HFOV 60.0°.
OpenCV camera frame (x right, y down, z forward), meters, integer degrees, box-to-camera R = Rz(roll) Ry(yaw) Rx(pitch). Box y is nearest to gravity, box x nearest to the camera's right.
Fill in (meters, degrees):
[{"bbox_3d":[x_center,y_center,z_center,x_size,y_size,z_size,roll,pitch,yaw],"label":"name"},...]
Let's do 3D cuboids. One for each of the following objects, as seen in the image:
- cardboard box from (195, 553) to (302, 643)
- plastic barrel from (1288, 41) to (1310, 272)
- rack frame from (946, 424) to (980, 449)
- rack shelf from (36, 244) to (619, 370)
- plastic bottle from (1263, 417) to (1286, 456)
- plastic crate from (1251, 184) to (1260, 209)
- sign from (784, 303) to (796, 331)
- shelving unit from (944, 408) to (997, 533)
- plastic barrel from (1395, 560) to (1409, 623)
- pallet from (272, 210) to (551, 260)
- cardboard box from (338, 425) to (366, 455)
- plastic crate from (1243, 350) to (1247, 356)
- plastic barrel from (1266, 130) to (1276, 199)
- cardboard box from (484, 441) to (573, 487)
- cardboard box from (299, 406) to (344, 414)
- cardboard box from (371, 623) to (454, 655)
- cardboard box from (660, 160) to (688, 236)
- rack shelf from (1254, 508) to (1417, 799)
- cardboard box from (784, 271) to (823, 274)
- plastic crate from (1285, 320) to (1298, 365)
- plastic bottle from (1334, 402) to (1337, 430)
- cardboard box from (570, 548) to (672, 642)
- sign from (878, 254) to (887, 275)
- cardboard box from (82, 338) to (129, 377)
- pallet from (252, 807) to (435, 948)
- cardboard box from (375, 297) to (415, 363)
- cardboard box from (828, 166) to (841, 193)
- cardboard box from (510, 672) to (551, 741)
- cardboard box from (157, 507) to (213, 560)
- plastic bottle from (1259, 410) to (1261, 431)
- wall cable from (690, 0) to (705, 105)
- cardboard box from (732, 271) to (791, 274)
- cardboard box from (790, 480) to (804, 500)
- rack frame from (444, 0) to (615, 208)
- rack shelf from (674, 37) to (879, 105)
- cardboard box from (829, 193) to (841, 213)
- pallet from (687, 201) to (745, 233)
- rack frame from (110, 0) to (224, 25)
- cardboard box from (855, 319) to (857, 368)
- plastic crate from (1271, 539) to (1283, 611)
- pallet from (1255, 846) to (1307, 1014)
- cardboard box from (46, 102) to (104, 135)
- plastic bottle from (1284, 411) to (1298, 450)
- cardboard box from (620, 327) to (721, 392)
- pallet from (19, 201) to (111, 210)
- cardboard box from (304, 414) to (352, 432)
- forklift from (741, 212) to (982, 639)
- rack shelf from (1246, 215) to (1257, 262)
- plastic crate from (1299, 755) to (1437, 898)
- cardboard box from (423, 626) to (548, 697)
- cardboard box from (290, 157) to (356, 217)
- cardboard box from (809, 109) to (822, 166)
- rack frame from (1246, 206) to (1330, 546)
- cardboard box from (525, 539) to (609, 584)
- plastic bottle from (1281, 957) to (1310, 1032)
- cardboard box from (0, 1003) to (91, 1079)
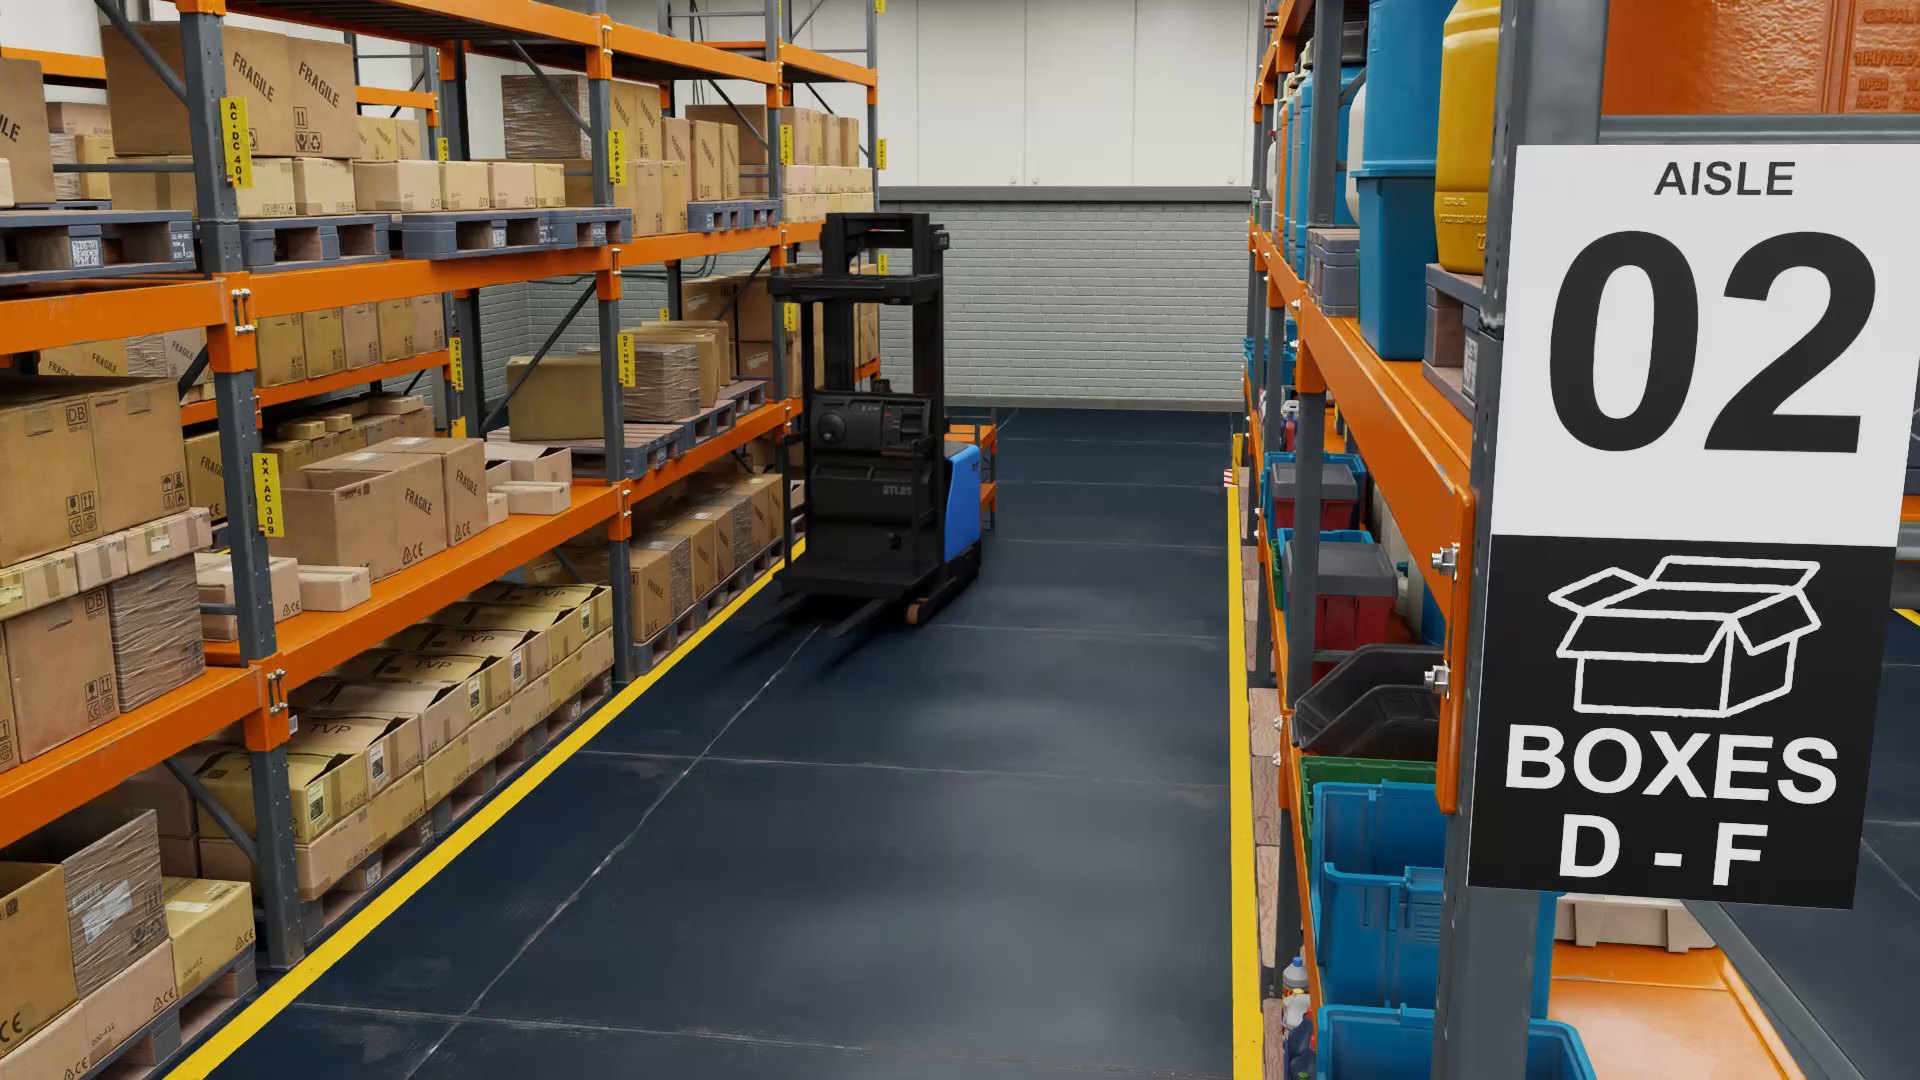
[{"bbox_3d":[-3.193,0.240,7.114,0.500,0.250,0.500,3,12,12],"label":"cardboard box"},{"bbox_3d":[1.633,-1.528,6.654,0.600,0.901,0.600,0,12,0],"label":"plastic barrel"},{"bbox_3d":[-0.077,-0.445,14.390,0.500,1.125,0.032,2,12,9],"label":"rack frame"},{"bbox_3d":[-2.918,-1.260,8.307,1.077,0.370,4.000,2,12,9],"label":"rack shelf"},{"bbox_3d":[2.165,-0.744,11.443,0.144,0.351,0.185,2,12,9],"label":"plastic bottle"},{"bbox_3d":[3.007,-3.193,15.715,0.504,0.338,0.767,2,12,9],"label":"plastic crate"},{"bbox_3d":[-1.446,-1.943,14.141,0.100,0.325,0.005,2,12,9],"label":"sign"},{"bbox_3d":[0.001,-0.551,14.881,0.538,1.125,1.048,2,12,9],"label":"shelving unit"},{"bbox_3d":[2.023,0.229,7.137,0.301,0.262,0.301,0,12,0],"label":"plastic barrel"},{"bbox_3d":[-2.796,-1.559,8.434,1.003,0.211,1.213,2,12,11],"label":"pallet"},{"bbox_3d":[-6.513,-0.901,16.991,0.700,0.500,0.500,2,12,10],"label":"cardboard box"},{"bbox_3d":[3.019,-1.861,16.994,0.250,0.136,0.298,2,12,9],"label":"plastic crate"},{"bbox_3d":[2.570,-2.870,12.750,0.433,0.535,0.433,0,12,0],"label":"plastic barrel"},{"bbox_3d":[-2.710,-0.444,10.144,0.500,0.311,0.500,3,12,12],"label":"cardboard box"},{"bbox_3d":[-6.656,-1.307,17.334,0.380,0.149,0.250,2,12,9],"label":"cardboard box"},{"bbox_3d":[-3.134,0.618,9.203,0.500,0.311,0.500,2,12,7],"label":"cardboard box"},{"bbox_3d":[-2.418,-2.383,11.574,0.910,0.500,0.500,2,12,9],"label":"cardboard box"},{"bbox_3d":[1.976,0.368,7.875,1.077,0.370,4.000,2,12,9],"label":"rack shelf"},{"bbox_3d":[-1.408,-2.343,16.134,0.500,0.500,0.500,2,12,10],"label":"cardboard box"},{"bbox_3d":[3.647,-2.037,17.097,0.616,0.435,0.499,2,12,9],"label":"plastic crate"},{"bbox_3d":[2.938,-1.012,12.685,0.144,0.351,0.185,2,12,9],"label":"plastic bottle"},{"bbox_3d":[-2.258,0.360,11.093,0.500,0.500,0.500,2,12,11],"label":"cardboard box"},{"bbox_3d":[-0.835,-2.925,17.949,0.100,0.325,0.005,2,12,9],"label":"sign"},{"bbox_3d":[-6.939,-1.339,13.095,0.500,0.500,0.500,2,12,10],"label":"cardboard box"},{"bbox_3d":[-3.151,1.479,7.627,1.003,0.211,1.213,2,12,9],"label":"pallet"},{"bbox_3d":[-6.445,-2.275,17.718,0.980,0.700,0.700,2,12,8],"label":"cardboard box"},{"bbox_3d":[-1.435,-3.437,15.870,0.500,0.250,0.500,2,12,9],"label":"cardboard box"},{"bbox_3d":[-2.606,0.907,9.196,0.500,0.250,0.500,2,12,10],"label":"cardboard box"},{"bbox_3d":[-3.056,-0.031,6.242,0.380,0.149,0.250,2,12,9],"label":"cardboard box"},{"bbox_3d":[2.335,-0.932,12.671,0.097,0.201,0.097,0,12,0],"label":"plastic bottle"},{"bbox_3d":[-2.379,-7.348,23.114,3.097,2.526,0.112,2,12,9],"label":"wall cable"},{"bbox_3d":[-1.941,-2.362,16.223,0.500,0.500,0.500,2,12,8],"label":"cardboard box"},{"bbox_3d":[-1.594,-0.485,15.805,0.380,0.166,0.250,2,12,9],"label":"cardboard box"},{"bbox_3d":[-2.611,-3.494,9.848,1.000,3.000,0.127,2,12,9],"label":"rack frame"},{"bbox_3d":[-1.688,-4.390,15.719,1.077,0.370,4.000,2,12,9],"label":"rack shelf"},{"bbox_3d":[-1.443,-3.193,15.924,0.500,0.250,0.500,2,12,9],"label":"cardboard box"},{"bbox_3d":[-2.321,-2.419,12.425,1.213,0.211,1.003,2,12,9],"label":"pallet"},{"bbox_3d":[-6.891,-4.487,14.452,1.000,3.000,0.127,2,12,9],"label":"rack frame"},{"bbox_3d":[-1.339,-1.962,16.740,0.500,0.500,0.500,2,12,9],"label":"cardboard box"},{"bbox_3d":[1.657,0.164,7.614,0.450,0.188,0.662,2,12,9],"label":"plastic crate"},{"bbox_3d":[1.751,1.631,6.926,1.003,0.211,1.213,2,12,9],"label":"pallet"},{"bbox_3d":[-7.226,-3.357,13.267,0.500,0.250,0.500,1,12,7],"label":"cardboard box"},{"bbox_3d":[2.340,-0.777,11.783,0.097,0.271,0.097,0,12,0],"label":"plastic bottle"},{"bbox_3d":[-2.332,-1.412,13.191,0.700,0.500,0.500,4,13,18],"label":"cardboard box"},{"bbox_3d":[-7.290,-2.464,12.635,1.003,0.211,1.213,2,12,11],"label":"pallet"},{"bbox_3d":[-6.361,-1.181,16.750,0.380,0.149,0.250,2,12,7],"label":"cardboard box"},{"bbox_3d":[-0.724,-0.896,12.196,1.130,2.935,3.031,4,13,16],"label":"forklift"},{"bbox_3d":[3.206,-2.764,15.287,1.077,0.370,4.000,2,12,9],"label":"rack shelf"},{"bbox_3d":[1.180,0.809,4.621,0.450,0.188,0.662,2,12,9],"label":"plastic crate"},{"bbox_3d":[-2.602,0.633,9.133,0.500,0.311,0.500,2,12,8],"label":"cardboard box"},{"bbox_3d":[-3.040,-1.570,7.396,0.500,0.250,0.500,1,12,3],"label":"cardboard box"},{"bbox_3d":[-1.670,-3.705,15.332,0.700,0.500,0.500,2,12,9],"label":"cardboard box"},{"bbox_3d":[2.899,-1.233,13.595,1.000,3.000,0.127,2,12,9],"label":"rack frame"},{"bbox_3d":[-2.699,0.243,11.635,0.500,0.500,0.500,2,12,11],"label":"cardboard box"},{"bbox_3d":[1.186,1.603,5.867,0.097,0.271,0.097,0,12,0],"label":"plastic bottle"},{"bbox_3d":[-3.230,1.722,5.414,0.500,0.250,0.500,2,12,9],"label":"cardboard box"}]
